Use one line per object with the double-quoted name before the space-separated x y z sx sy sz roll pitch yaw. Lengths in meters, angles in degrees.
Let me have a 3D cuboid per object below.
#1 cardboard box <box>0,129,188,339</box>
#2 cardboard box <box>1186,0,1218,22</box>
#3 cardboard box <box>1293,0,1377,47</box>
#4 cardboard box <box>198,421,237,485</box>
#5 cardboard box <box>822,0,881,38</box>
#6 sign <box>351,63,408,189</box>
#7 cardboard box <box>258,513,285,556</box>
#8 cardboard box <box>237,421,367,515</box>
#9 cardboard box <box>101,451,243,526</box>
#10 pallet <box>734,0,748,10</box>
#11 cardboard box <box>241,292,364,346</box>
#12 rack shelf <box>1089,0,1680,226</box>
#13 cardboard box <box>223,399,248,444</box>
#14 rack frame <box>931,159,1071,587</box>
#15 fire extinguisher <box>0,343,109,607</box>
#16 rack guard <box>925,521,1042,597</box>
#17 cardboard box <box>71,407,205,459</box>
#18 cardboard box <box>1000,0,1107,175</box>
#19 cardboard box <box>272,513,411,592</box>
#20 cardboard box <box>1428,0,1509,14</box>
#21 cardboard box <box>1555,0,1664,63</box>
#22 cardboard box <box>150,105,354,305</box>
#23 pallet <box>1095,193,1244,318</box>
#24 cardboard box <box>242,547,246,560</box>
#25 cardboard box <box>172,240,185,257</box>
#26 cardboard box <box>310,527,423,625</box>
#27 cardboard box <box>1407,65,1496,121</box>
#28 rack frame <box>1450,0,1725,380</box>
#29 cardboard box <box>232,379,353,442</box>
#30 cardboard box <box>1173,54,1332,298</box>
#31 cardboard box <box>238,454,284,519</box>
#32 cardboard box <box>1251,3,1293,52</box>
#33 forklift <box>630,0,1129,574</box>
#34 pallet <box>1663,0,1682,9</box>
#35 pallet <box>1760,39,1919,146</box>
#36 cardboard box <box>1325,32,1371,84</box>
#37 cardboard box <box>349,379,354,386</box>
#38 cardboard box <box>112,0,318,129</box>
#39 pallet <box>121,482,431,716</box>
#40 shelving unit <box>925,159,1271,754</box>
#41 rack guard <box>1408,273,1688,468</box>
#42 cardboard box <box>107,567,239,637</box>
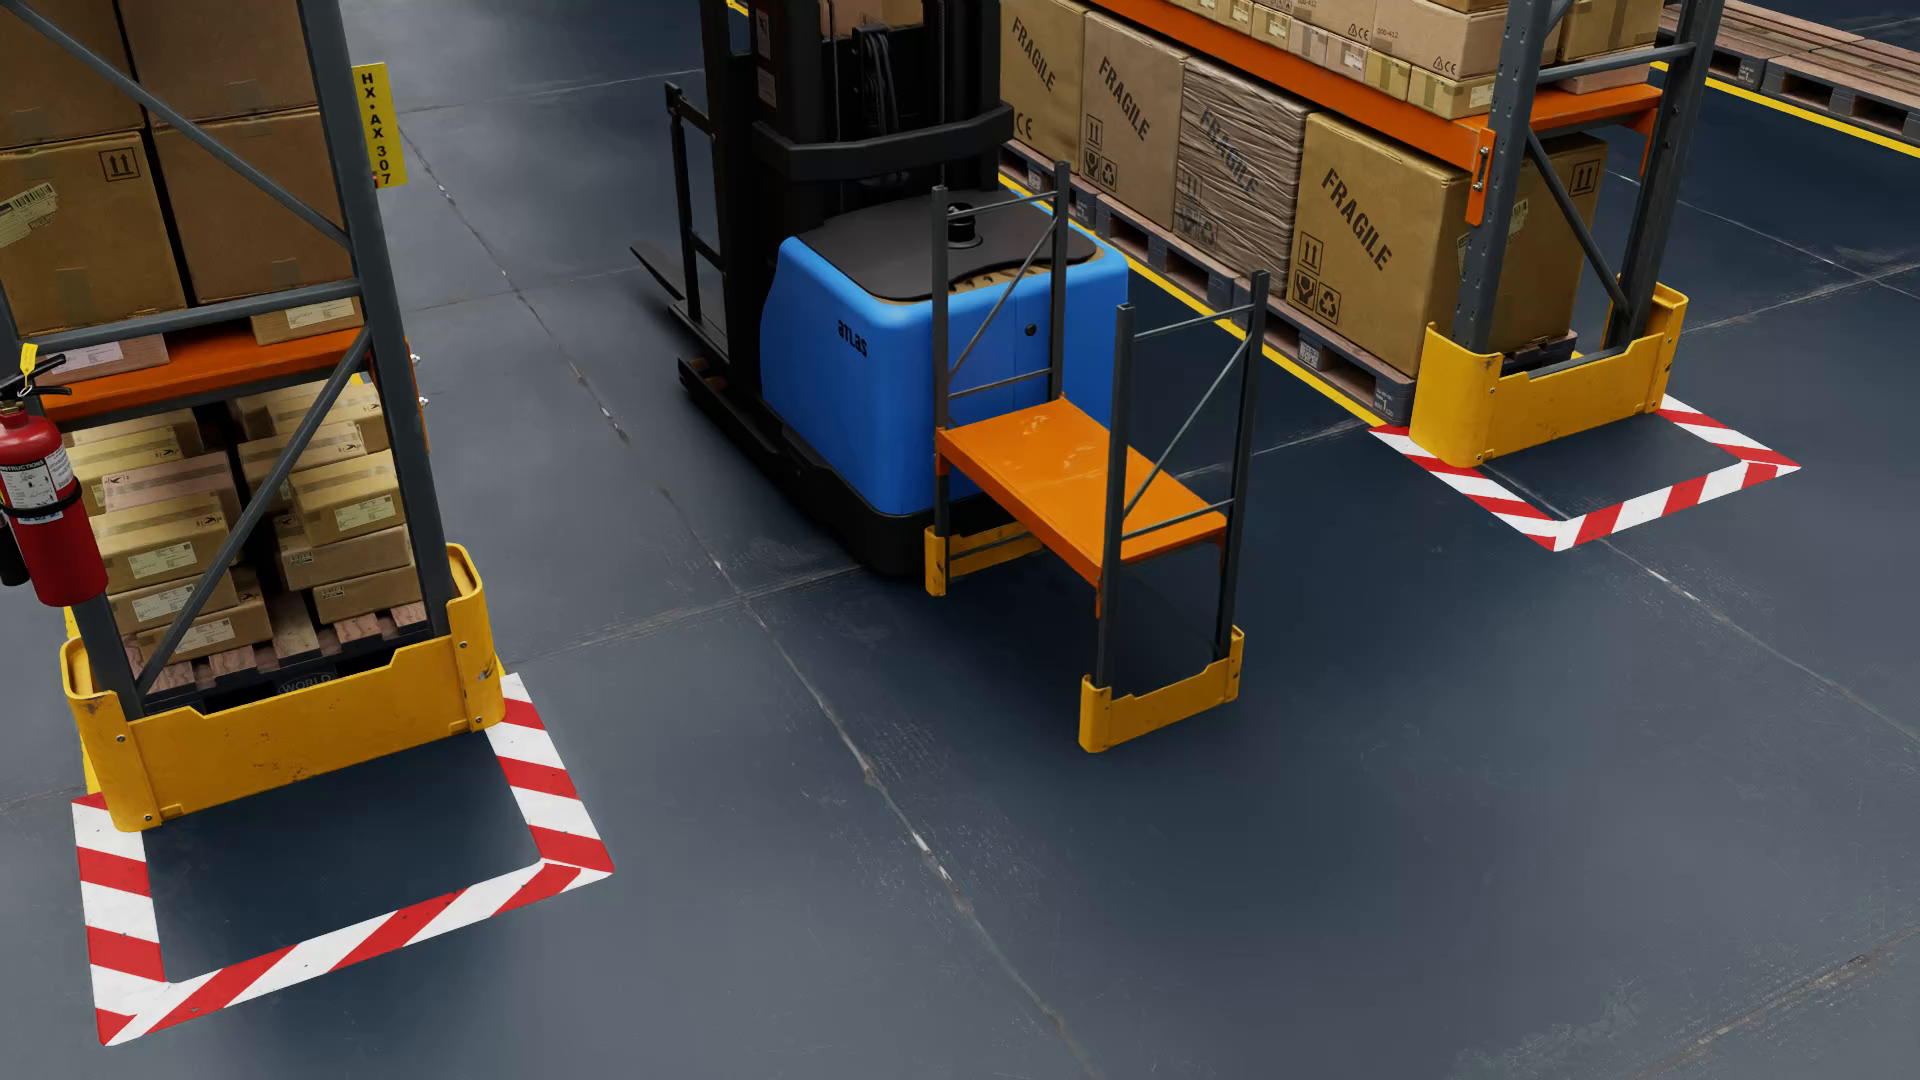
"cardboard box" -2.443 -0.897 4.501 0.500 0.500 0.500 -15 36 -22
"cardboard box" 1.260 -2.490 7.589 0.380 0.149 0.250 -15 36 -22
"cardboard box" 1.733 -2.248 6.842 0.500 0.250 0.500 -17 36 -24
"cardboard box" -2.782 -0.264 5.858 0.380 0.149 0.250 -16 36 -24
"cardboard box" -0.169 -3.697 10.820 1.225 0.875 0.875 -17 36 -25
"sign" -1.526 -1.081 4.354 0.100 0.325 0.005 -16 36 -23
"cardboard box" -2.283 -0.108 5.892 0.380 0.149 0.250 -15 36 -23
"cardboard box" -2.184 -0.244 5.552 0.380 0.149 0.250 -15 36 -22
"cardboard box" -2.543 -0.130 5.375 0.380 0.149 0.250 -15 36 -22
"pallet" -1.000 -4.028 12.341 1.003 0.211 1.213 -16 36 -23
"cardboard box" -1.867 -0.711 4.813 0.380 0.149 0.250 -16 36 -23
"rack shelf" 1.497 -2.431 7.931 1.077 0.370 4.000 -16 36 -23
"cardboard box" -2.524 -0.488 6.209 0.380 0.149 0.250 -18 37 -25
"rack frame" 0.134 -0.530 5.687 0.500 1.500 0.032 -17 37 -25
"fire extinguisher" -2.296 -0.154 4.127 0.296 0.674 0.183 -16 36 -23
"rack guard" 0.144 0.005 6.010 0.587 0.250 0.087 -17 37 -25
"cardboard box" -2.841 -0.361 5.735 0.380 0.149 0.250 -17 37 -25
"cardboard box" 0.801 -2.635 9.163 0.875 0.875 0.875 -16 36 -23
"cardboard box" -2.023 0.004 5.441 0.380 0.149 0.250 -14 35 -21
"cardboard box" 1.970 -2.324 6.264 0.500 0.500 0.500 -15 36 -23
"cardboard box" 2.444 -2.138 6.671 0.500 0.250 0.500 -17 36 -24
"cardboard box" -1.970 -1.031 4.710 0.500 0.500 0.500 -14 35 -21
"pallet" 1.423 -1.549 8.472 1.003 0.211 1.213 -16 36 -23
"cardboard box" -2.692 0.000 5.723 0.380 0.149 0.250 -16 36 -23
"cardboard box" -2.342 -1.054 5.347 0.380 0.149 0.250 -14 35 -21
"cardboard box" -1.967 0.113 5.547 0.380 0.149 0.250 -15 36 -22
"cardboard box" 1.972 -1.761 6.451 0.380 0.149 0.250 -15 36 -22
"rack frame" 2.429 -1.779 6.247 1.000 3.000 0.127 -16 36 -23
"cardboard box" -2.377 -0.494 5.942 0.380 0.149 0.250 -18 37 -25
"cardboard box" 1.636 -1.781 7.830 0.875 0.875 0.875 -16 36 -23
"cardboard box" -2.293 -0.236 5.815 0.380 0.149 0.250 -15 36 -23
"cardboard box" 1.495 -2.248 7.211 0.380 0.149 0.250 -17 36 -24
"forklift" -0.562 -1.879 6.465 1.130 2.935 3.031 -17 37 -25
"pallet" 4.623 -4.139 12.514 1.003 0.211 1.213 -16 36 -23
"pallet" 5.896 -2.836 10.481 1.003 0.211 1.213 -16 36 -23
"cardboard box" 1.733 -2.005 6.832 0.380 0.149 0.250 -16 36 -23
"cardboard box" -2.548 -0.496 6.497 0.380 0.149 0.250 -18 37 -25
"cardboard box" -1.980 -1.449 4.437 0.500 0.500 0.500 -16 36 -23
"pallet" -2.388 0.161 5.803 1.003 0.211 1.213 -16 36 -23
"shelving unit" 0.393 -0.288 5.310 0.587 1.500 1.083 -17 37 -25
"rack guard" 2.441 -0.715 6.903 1.175 0.500 0.348 -16 36 -23
"cardboard box" -2.504 0.138 5.231 0.380 0.149 0.250 -17 36 -24
